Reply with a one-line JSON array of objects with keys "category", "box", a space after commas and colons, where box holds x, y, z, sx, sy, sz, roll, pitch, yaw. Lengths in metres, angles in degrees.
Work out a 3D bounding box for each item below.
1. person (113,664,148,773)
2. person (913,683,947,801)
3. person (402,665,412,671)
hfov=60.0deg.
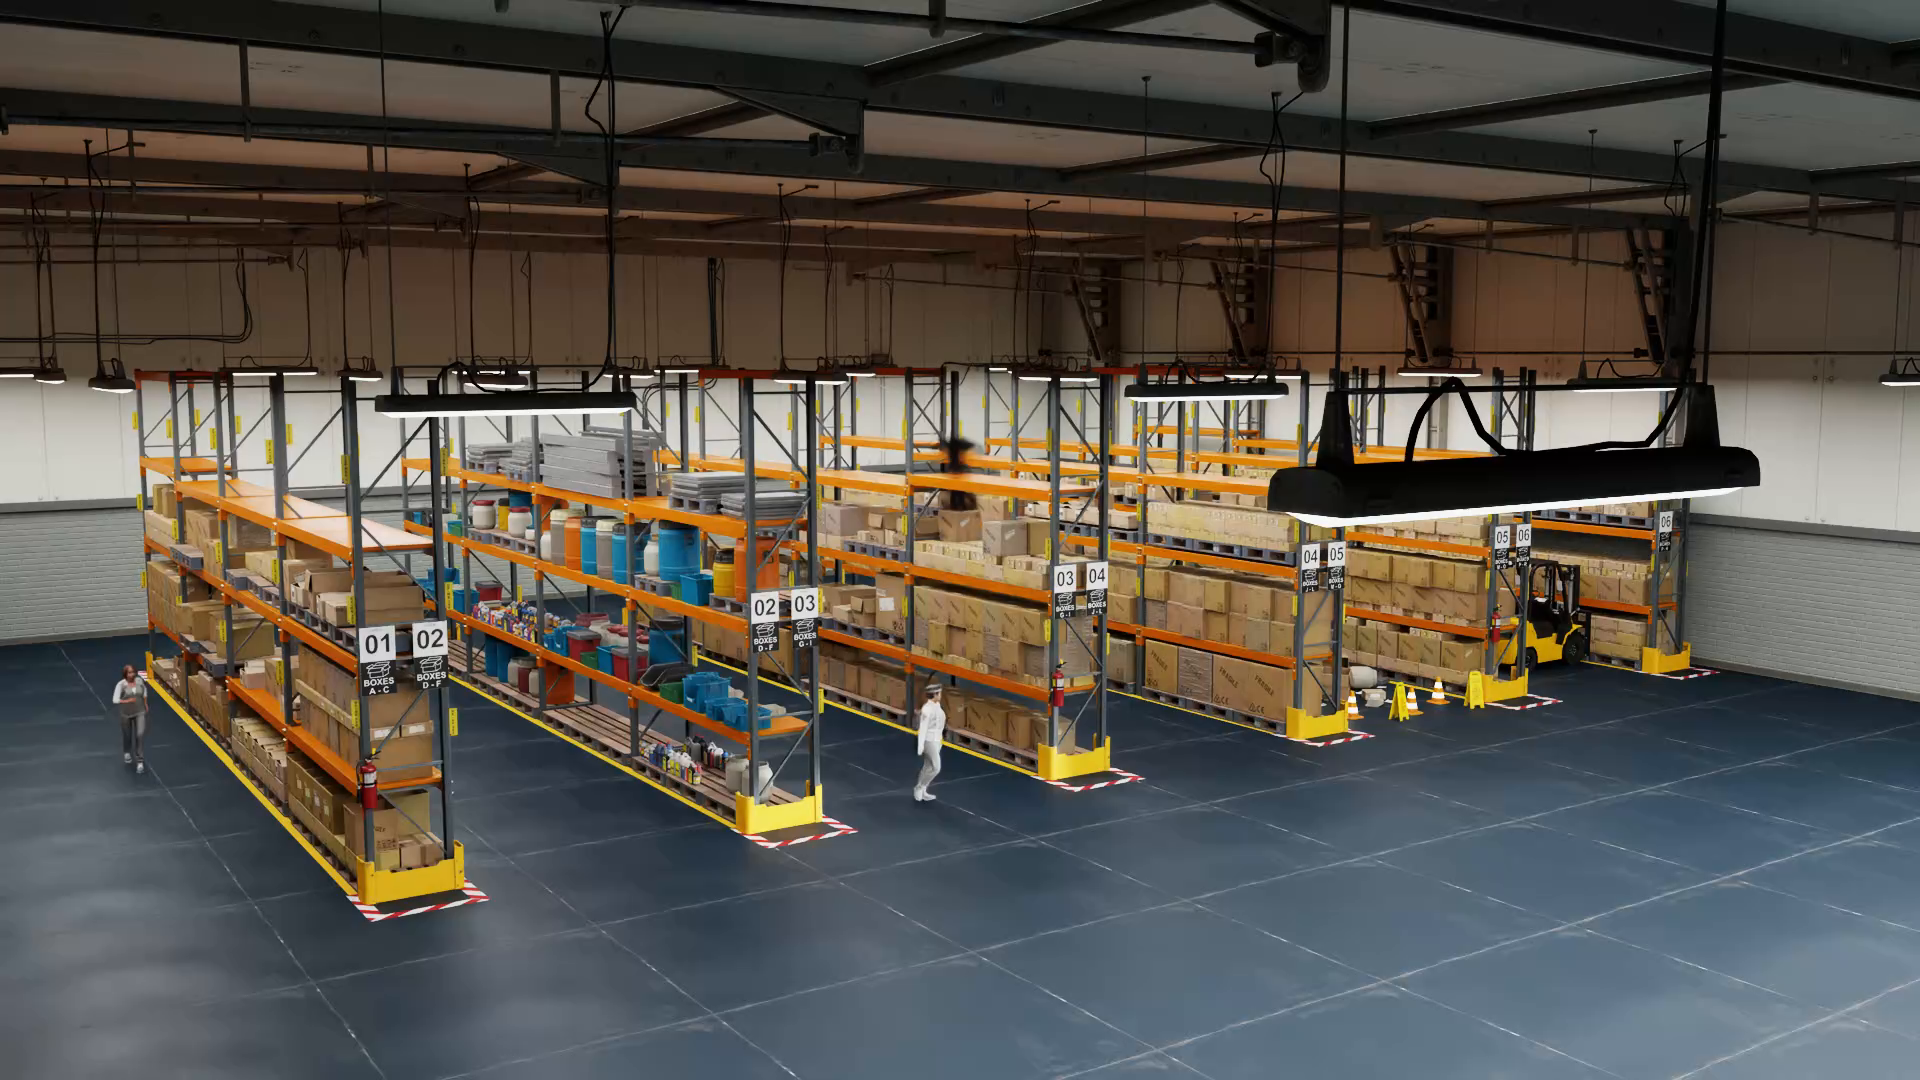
[{"category": "person", "box": [-12.566, 2.670, 25.218, 0.509, 1.609, 0.861, -4, 8, -34]}, {"category": "person", "box": [-0.423, 2.853, 23.437, 0.416, 1.662, 0.564, 2, 7, 17]}, {"category": "person", "box": [-9.497, 2.350, 28.066, 0.490, 1.708, 0.802, -6, 9, -43]}]
